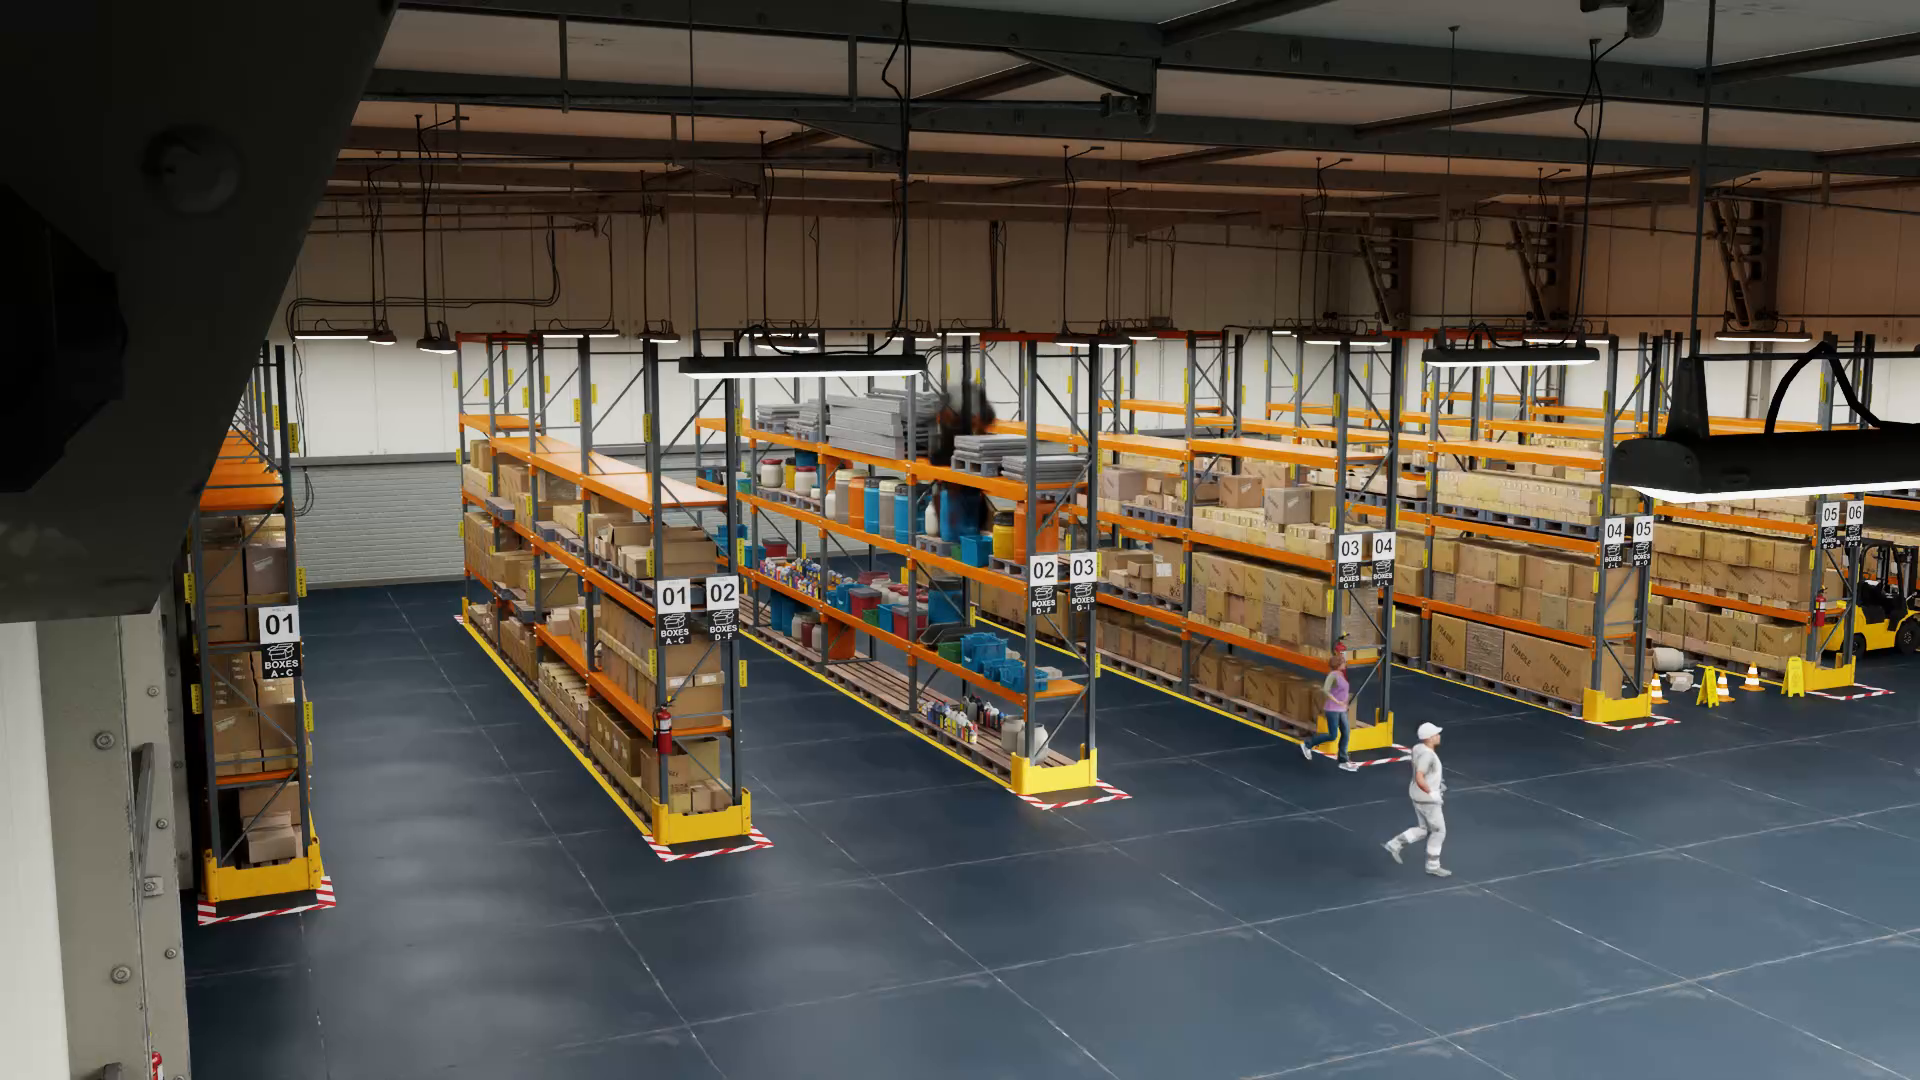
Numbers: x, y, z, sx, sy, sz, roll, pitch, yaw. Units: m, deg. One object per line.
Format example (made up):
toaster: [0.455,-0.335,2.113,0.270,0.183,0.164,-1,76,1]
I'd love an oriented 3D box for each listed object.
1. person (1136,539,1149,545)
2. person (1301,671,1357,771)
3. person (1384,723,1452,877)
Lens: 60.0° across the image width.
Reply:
person: [4.610,-0.139,41.660,0.863,1.768,0.740,6,10,40]
person: [5.228,2.482,23.165,0.813,1.335,0.601,5,9,34]
person: [5.218,2.937,18.824,0.755,1.771,0.657,1,8,4]
